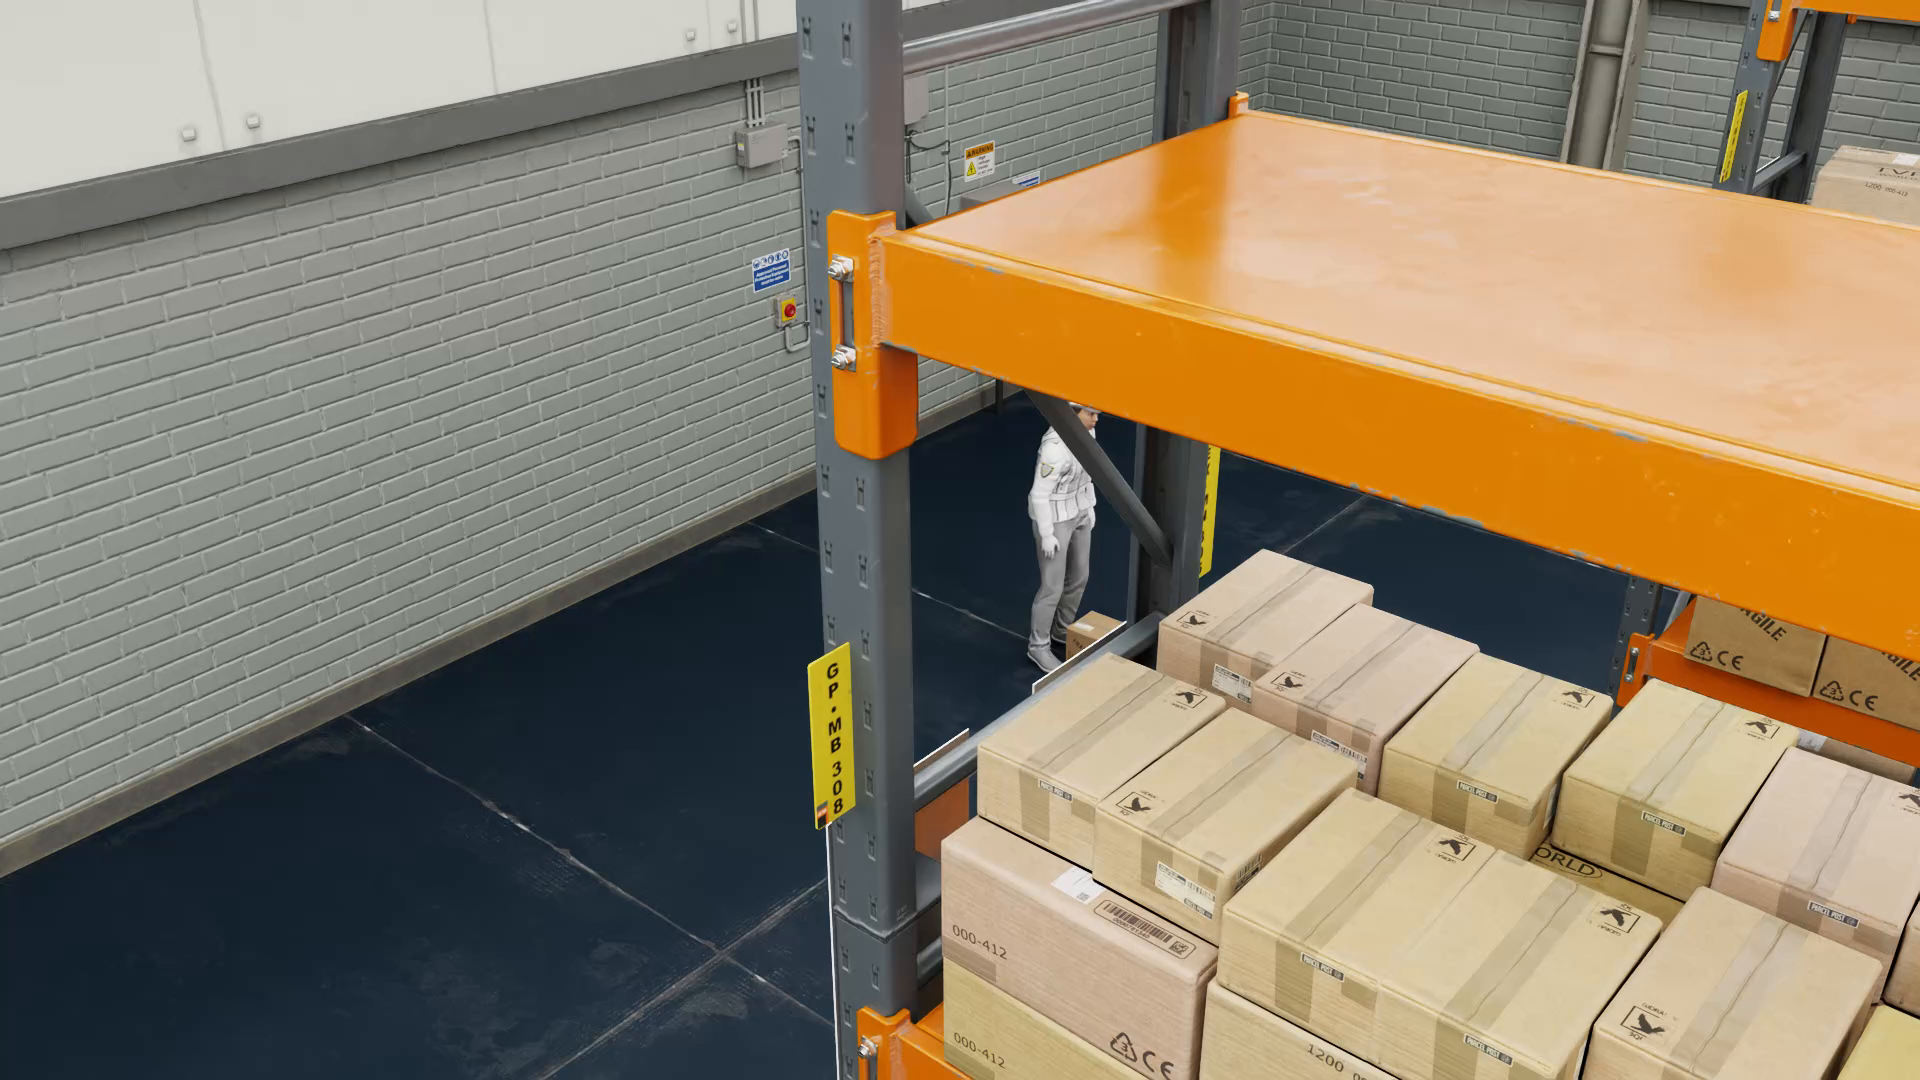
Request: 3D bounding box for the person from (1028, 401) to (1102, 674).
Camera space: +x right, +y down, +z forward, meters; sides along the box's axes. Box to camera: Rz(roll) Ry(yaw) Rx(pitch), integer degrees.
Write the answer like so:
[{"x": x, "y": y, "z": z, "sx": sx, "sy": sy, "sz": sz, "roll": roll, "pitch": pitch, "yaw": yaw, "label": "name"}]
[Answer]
[{"x": 0.586, "y": -0.103, "z": 9.221, "sx": 0.376, "sy": 1.663, "sz": 0.545, "roll": 19, "pitch": 33, "yaw": 31, "label": "person"}]
